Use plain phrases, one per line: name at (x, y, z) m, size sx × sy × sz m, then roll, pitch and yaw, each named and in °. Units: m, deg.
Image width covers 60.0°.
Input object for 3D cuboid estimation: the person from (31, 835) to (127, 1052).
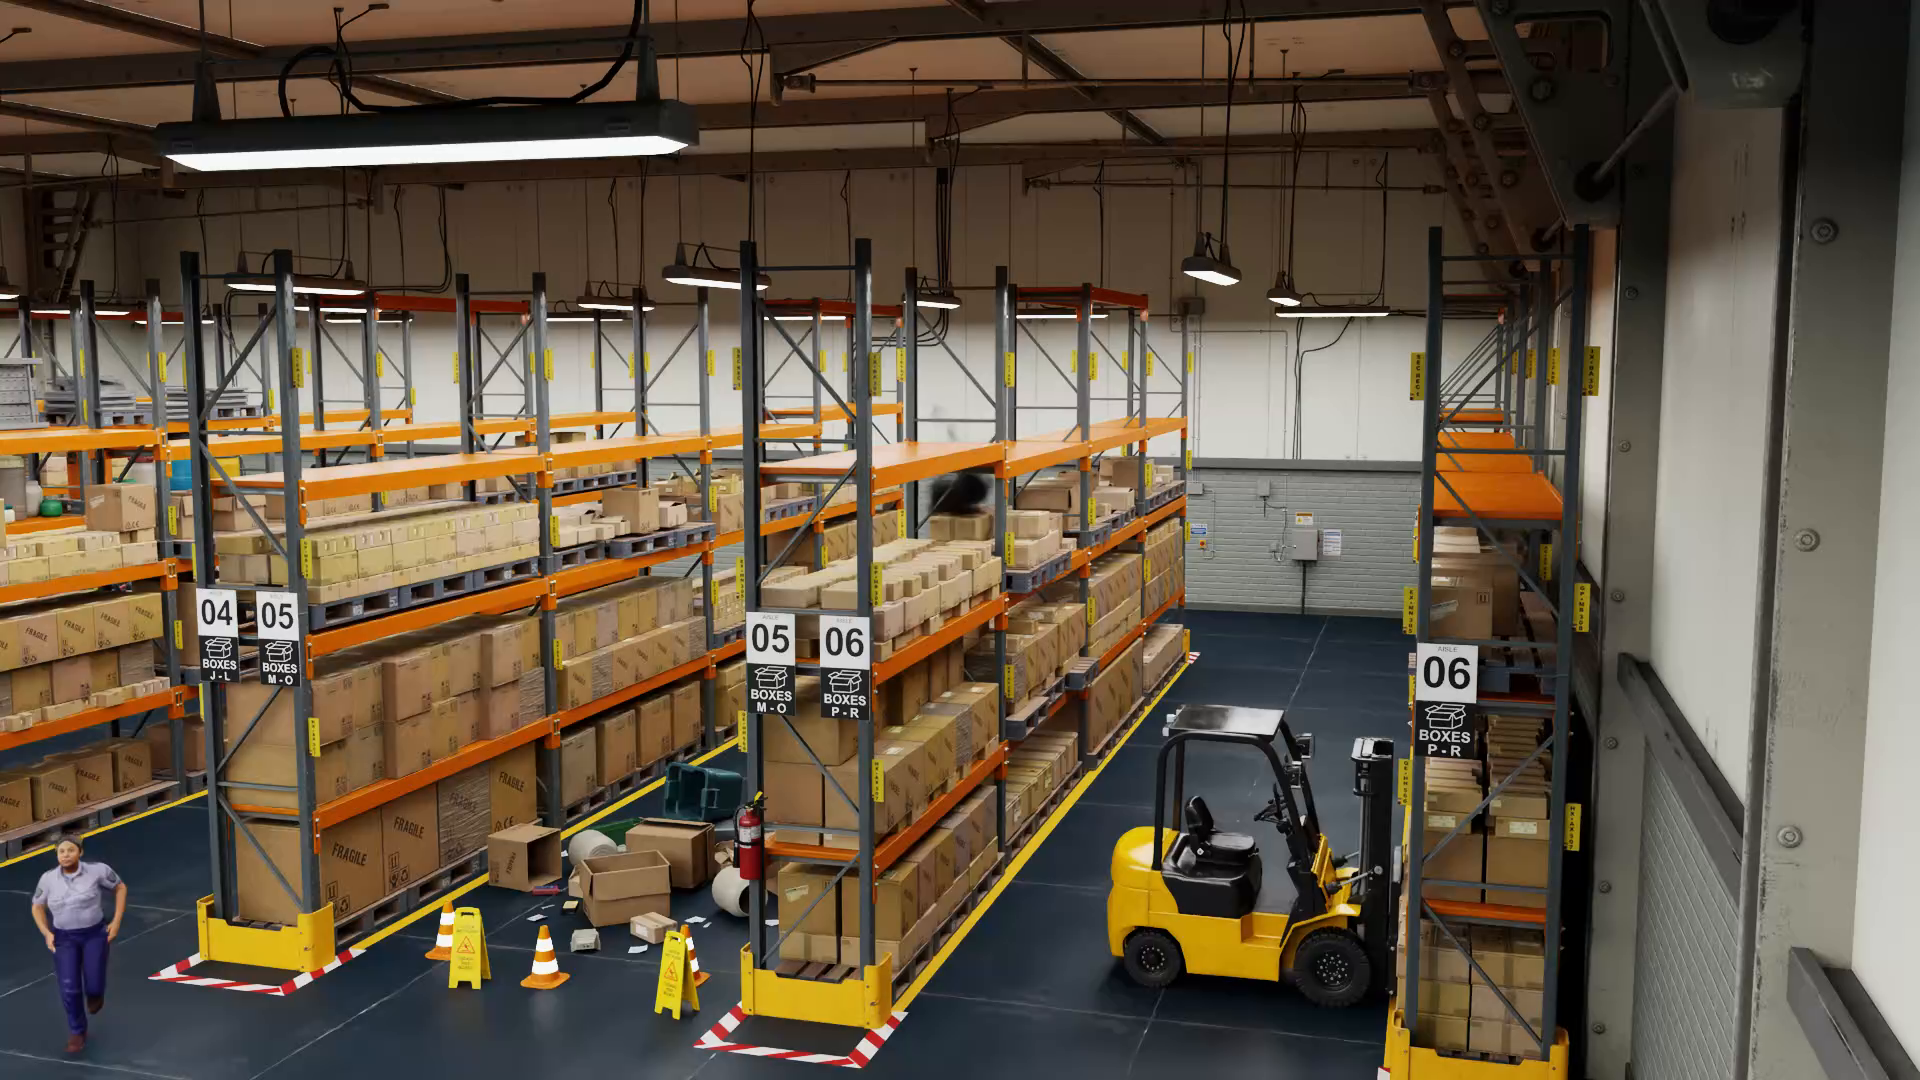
person at (-6.598, 2.989, 12.487) m, size 0.633 × 1.618 × 0.622 m, roll -2°, pitch 7°, yaw -21°
